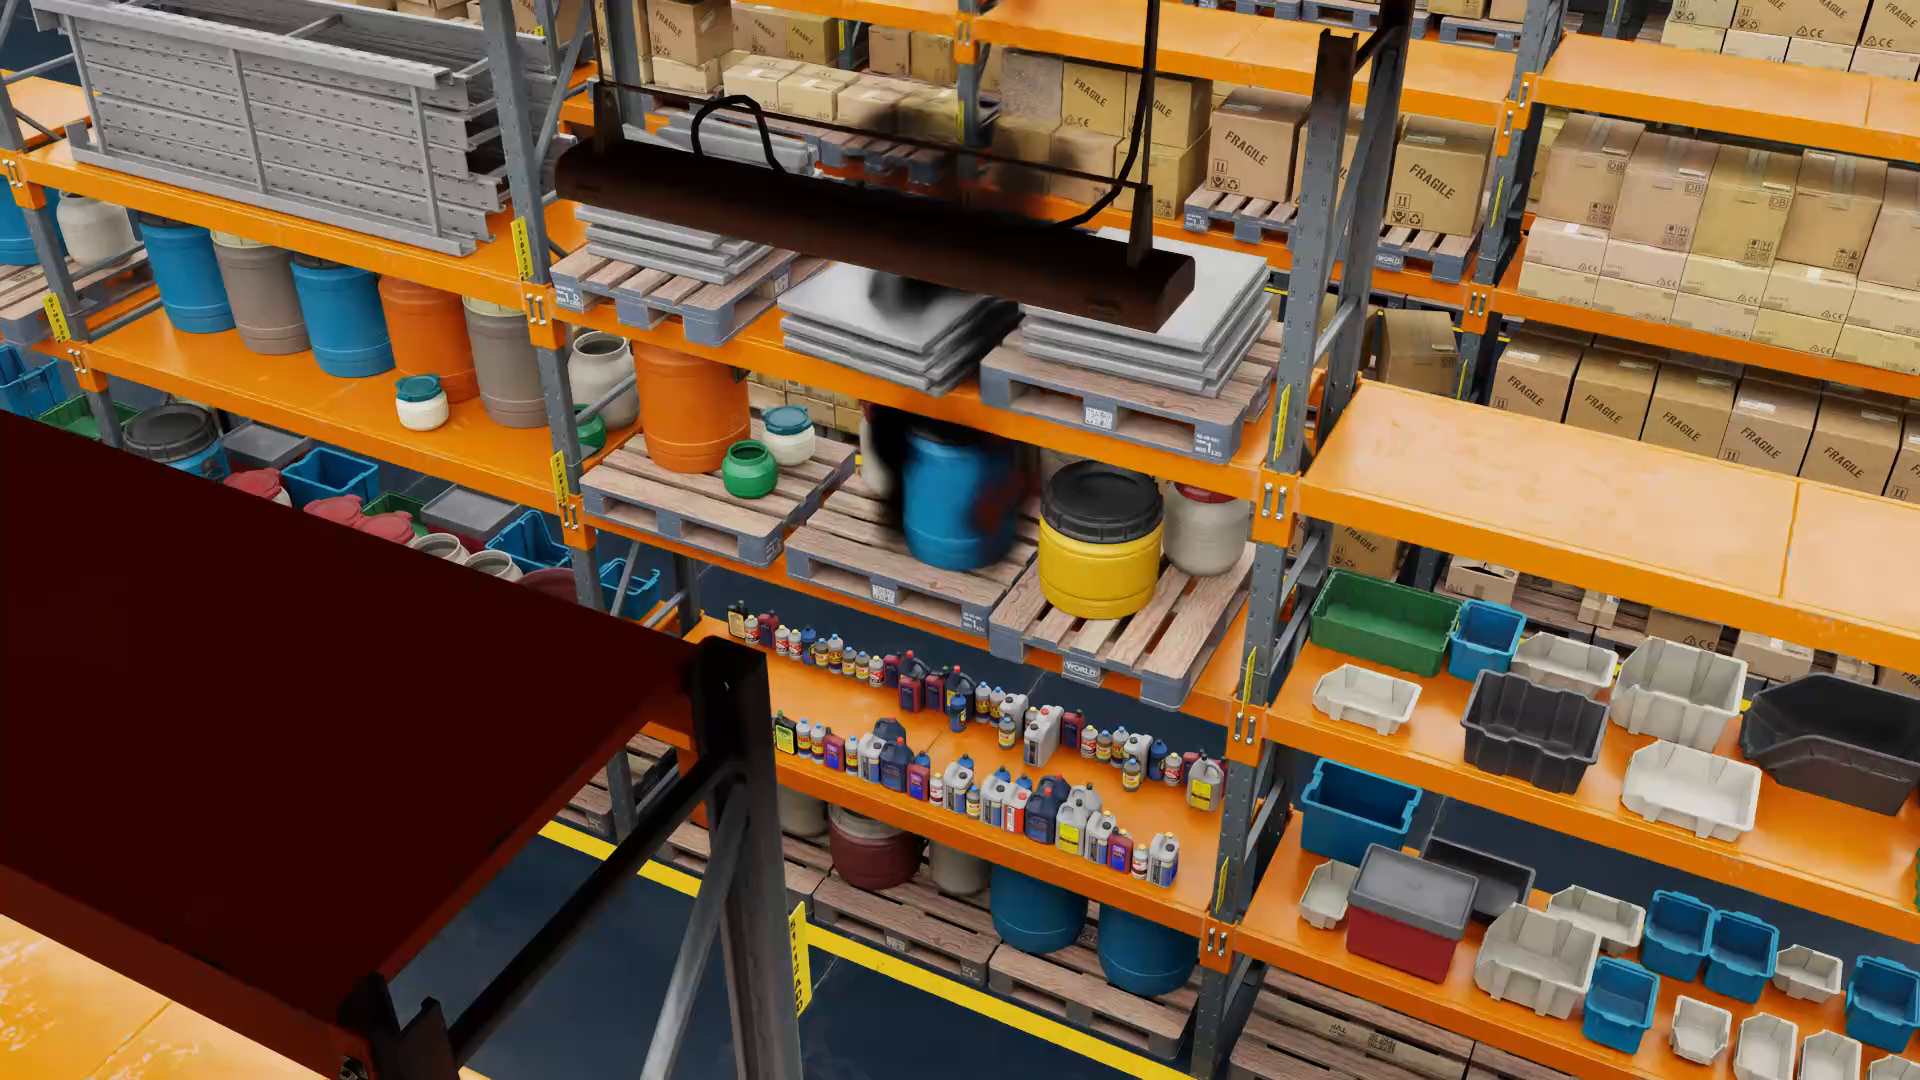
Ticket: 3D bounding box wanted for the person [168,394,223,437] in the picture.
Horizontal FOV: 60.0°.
[{"bbox_3d":[-6.526,-1.301,14.221,0.766,1.738,0.741,18,39,24],"label":"person"}]
